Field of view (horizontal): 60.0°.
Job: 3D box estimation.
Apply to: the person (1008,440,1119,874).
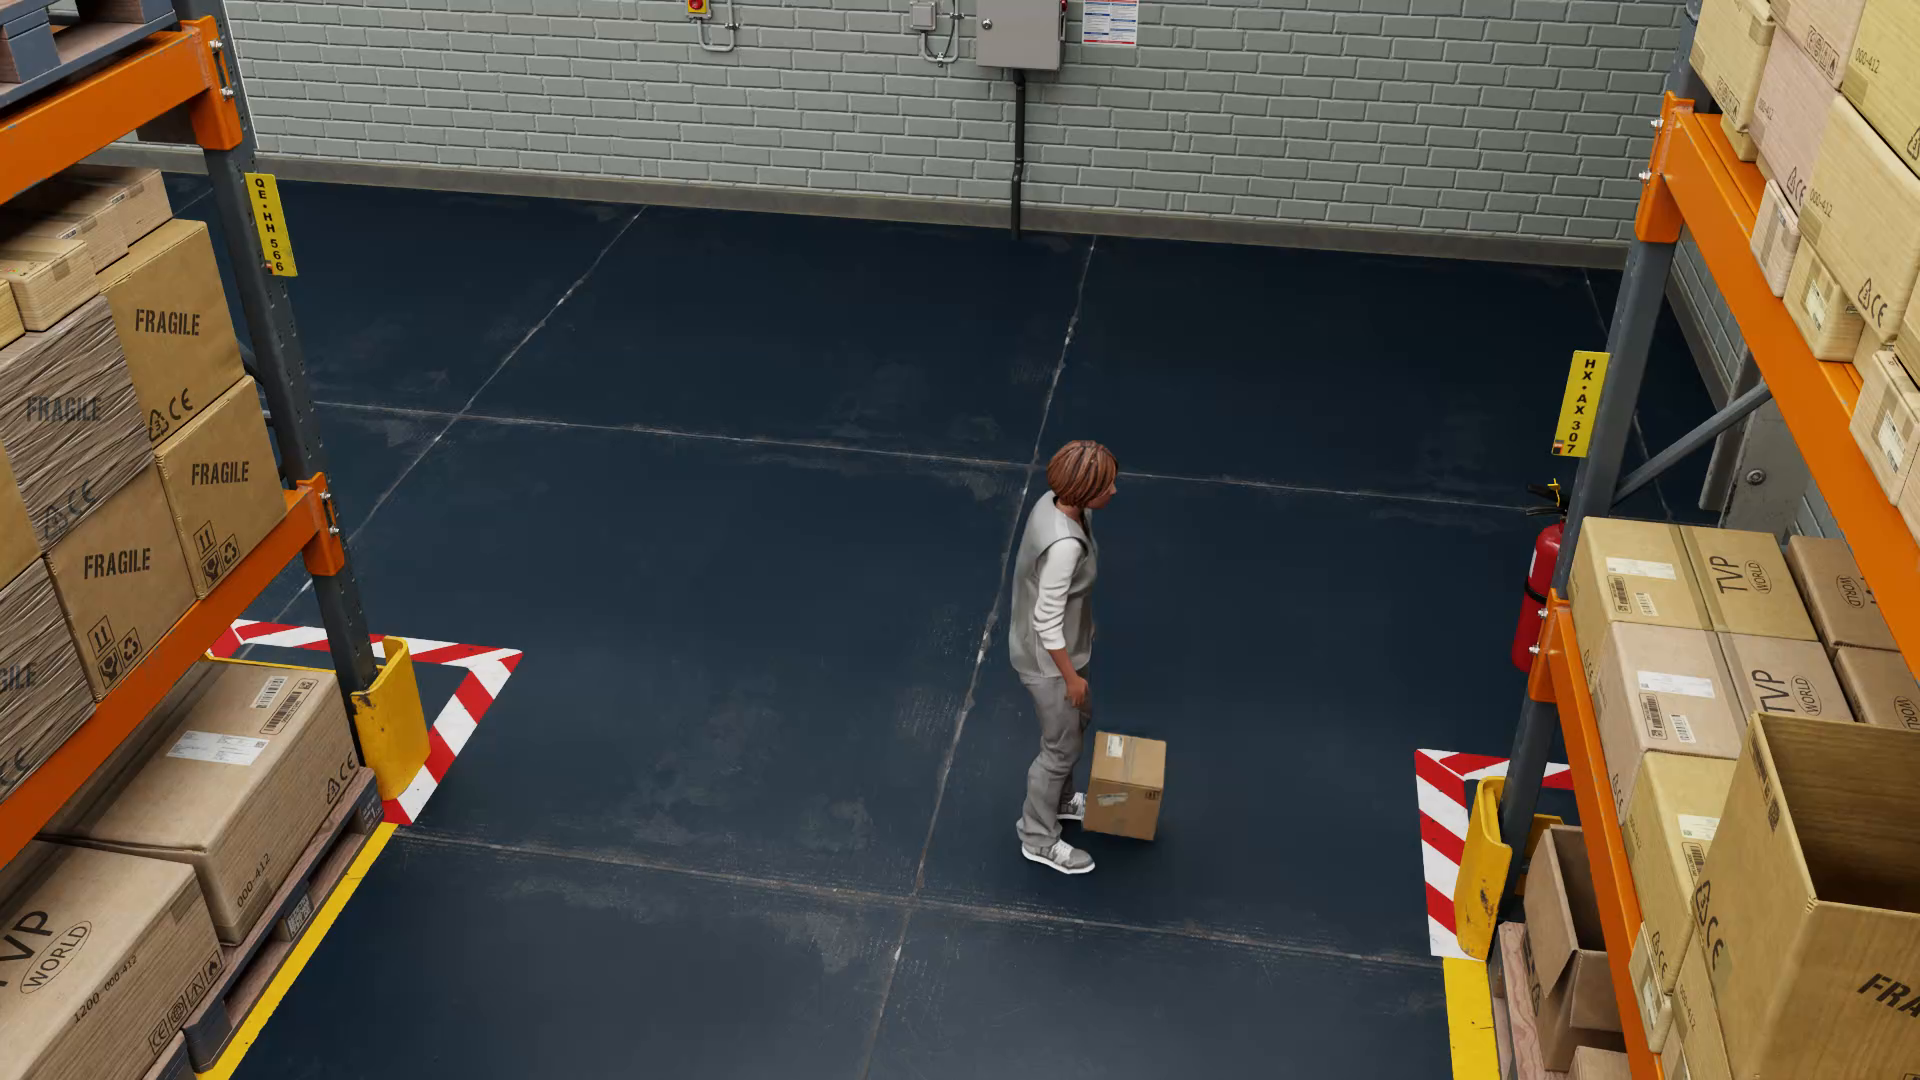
[{"bbox_3d":[0.351,0.375,5.565,0.374,1.595,0.458,4,33,7],"label":"person"}]
